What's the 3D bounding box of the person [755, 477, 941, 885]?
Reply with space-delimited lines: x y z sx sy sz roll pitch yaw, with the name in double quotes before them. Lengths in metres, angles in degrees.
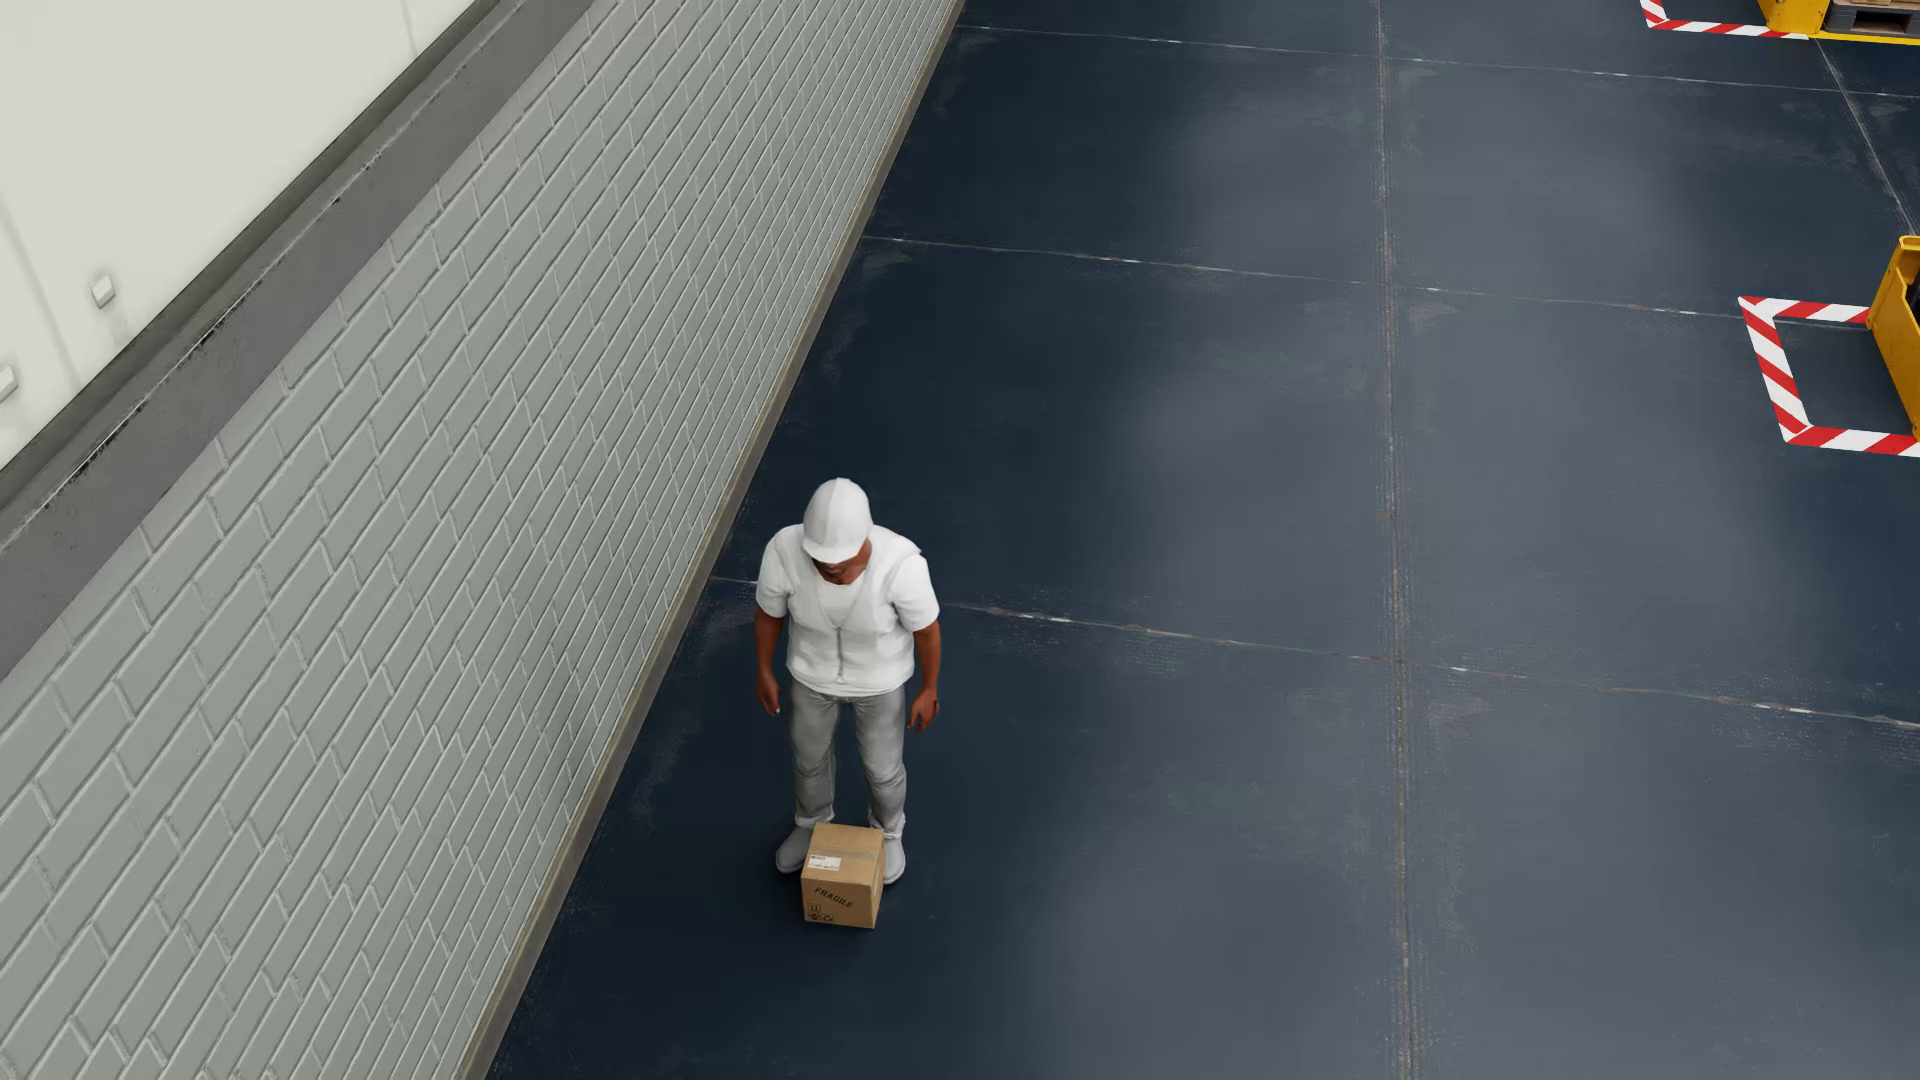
"person" -0.382 0.473 5.585 0.632 1.760 0.463 6 41 7
